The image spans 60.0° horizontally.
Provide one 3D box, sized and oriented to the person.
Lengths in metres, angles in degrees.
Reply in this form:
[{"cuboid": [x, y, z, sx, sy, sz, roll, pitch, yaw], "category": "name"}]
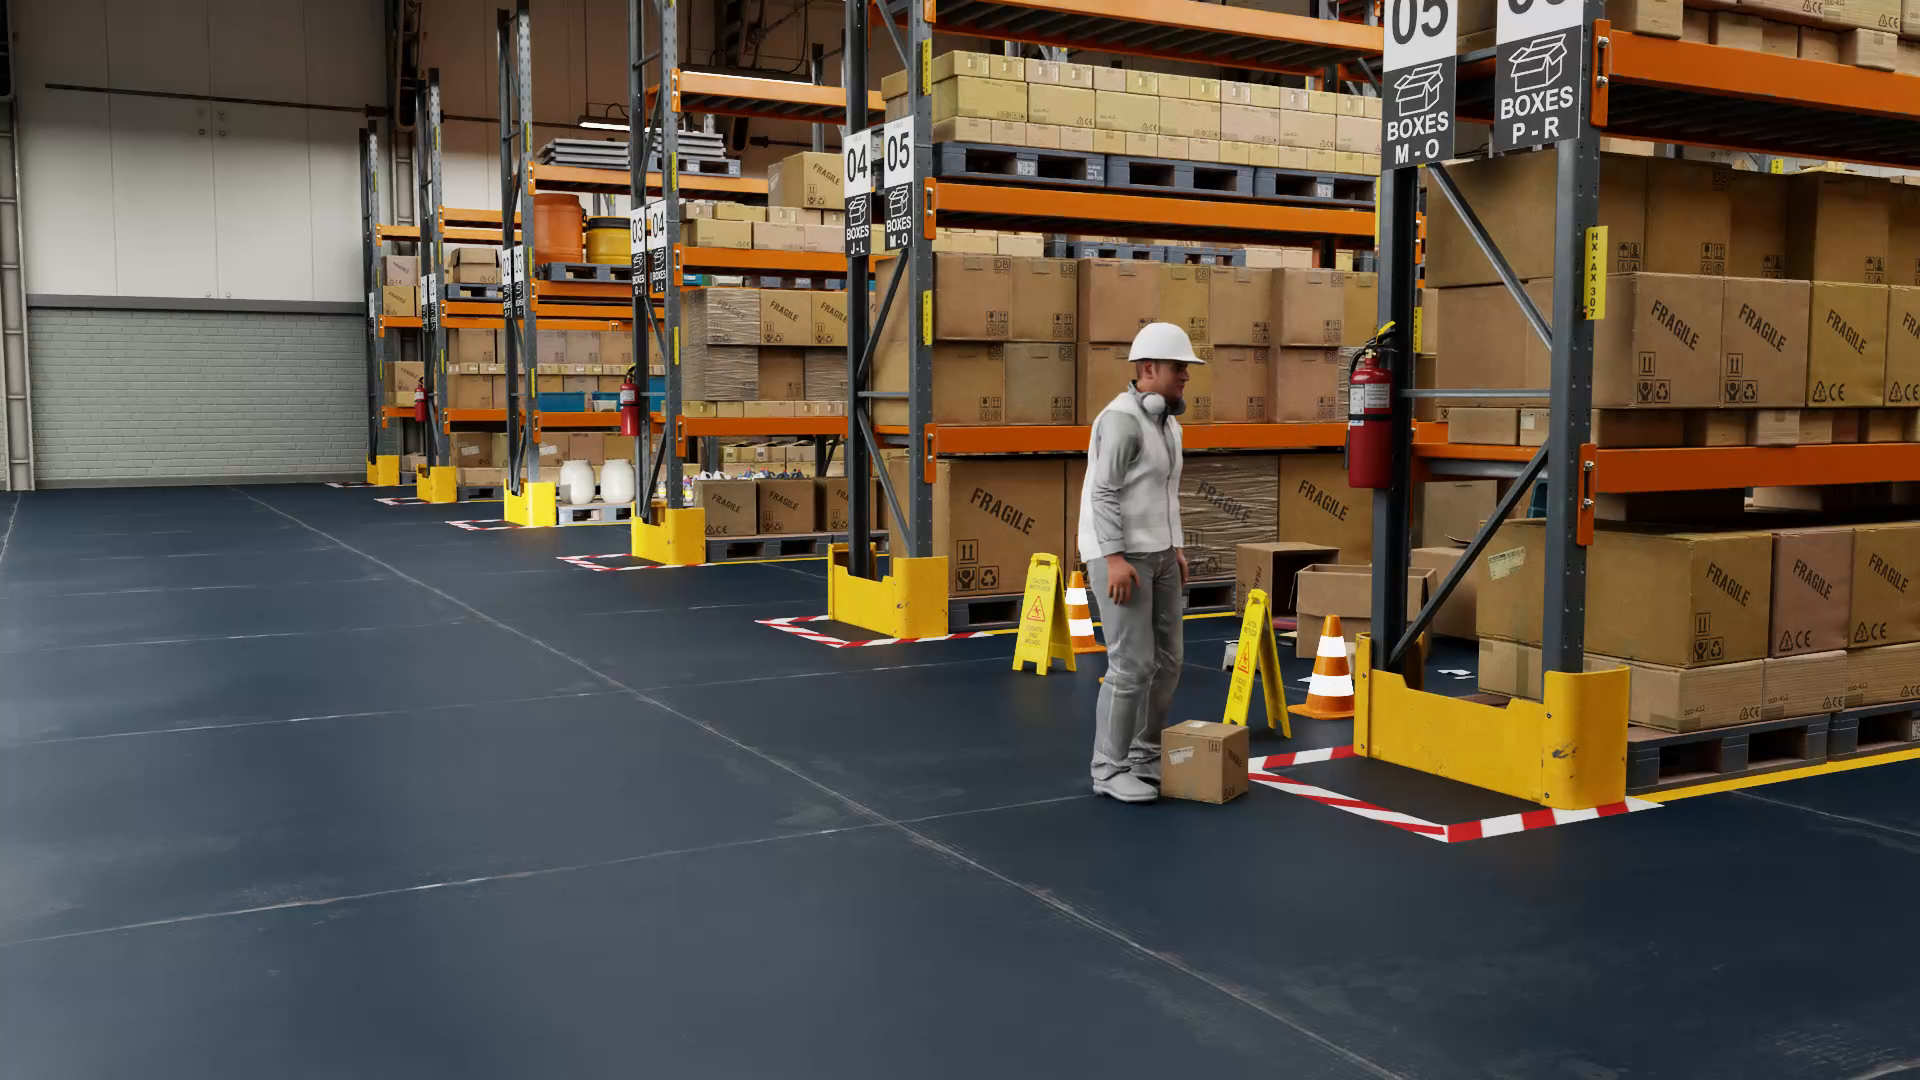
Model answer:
[{"cuboid": [0.696, 0.066, 6.328, 0.464, 1.771, 0.581, 3, 6, 33], "category": "person"}]
